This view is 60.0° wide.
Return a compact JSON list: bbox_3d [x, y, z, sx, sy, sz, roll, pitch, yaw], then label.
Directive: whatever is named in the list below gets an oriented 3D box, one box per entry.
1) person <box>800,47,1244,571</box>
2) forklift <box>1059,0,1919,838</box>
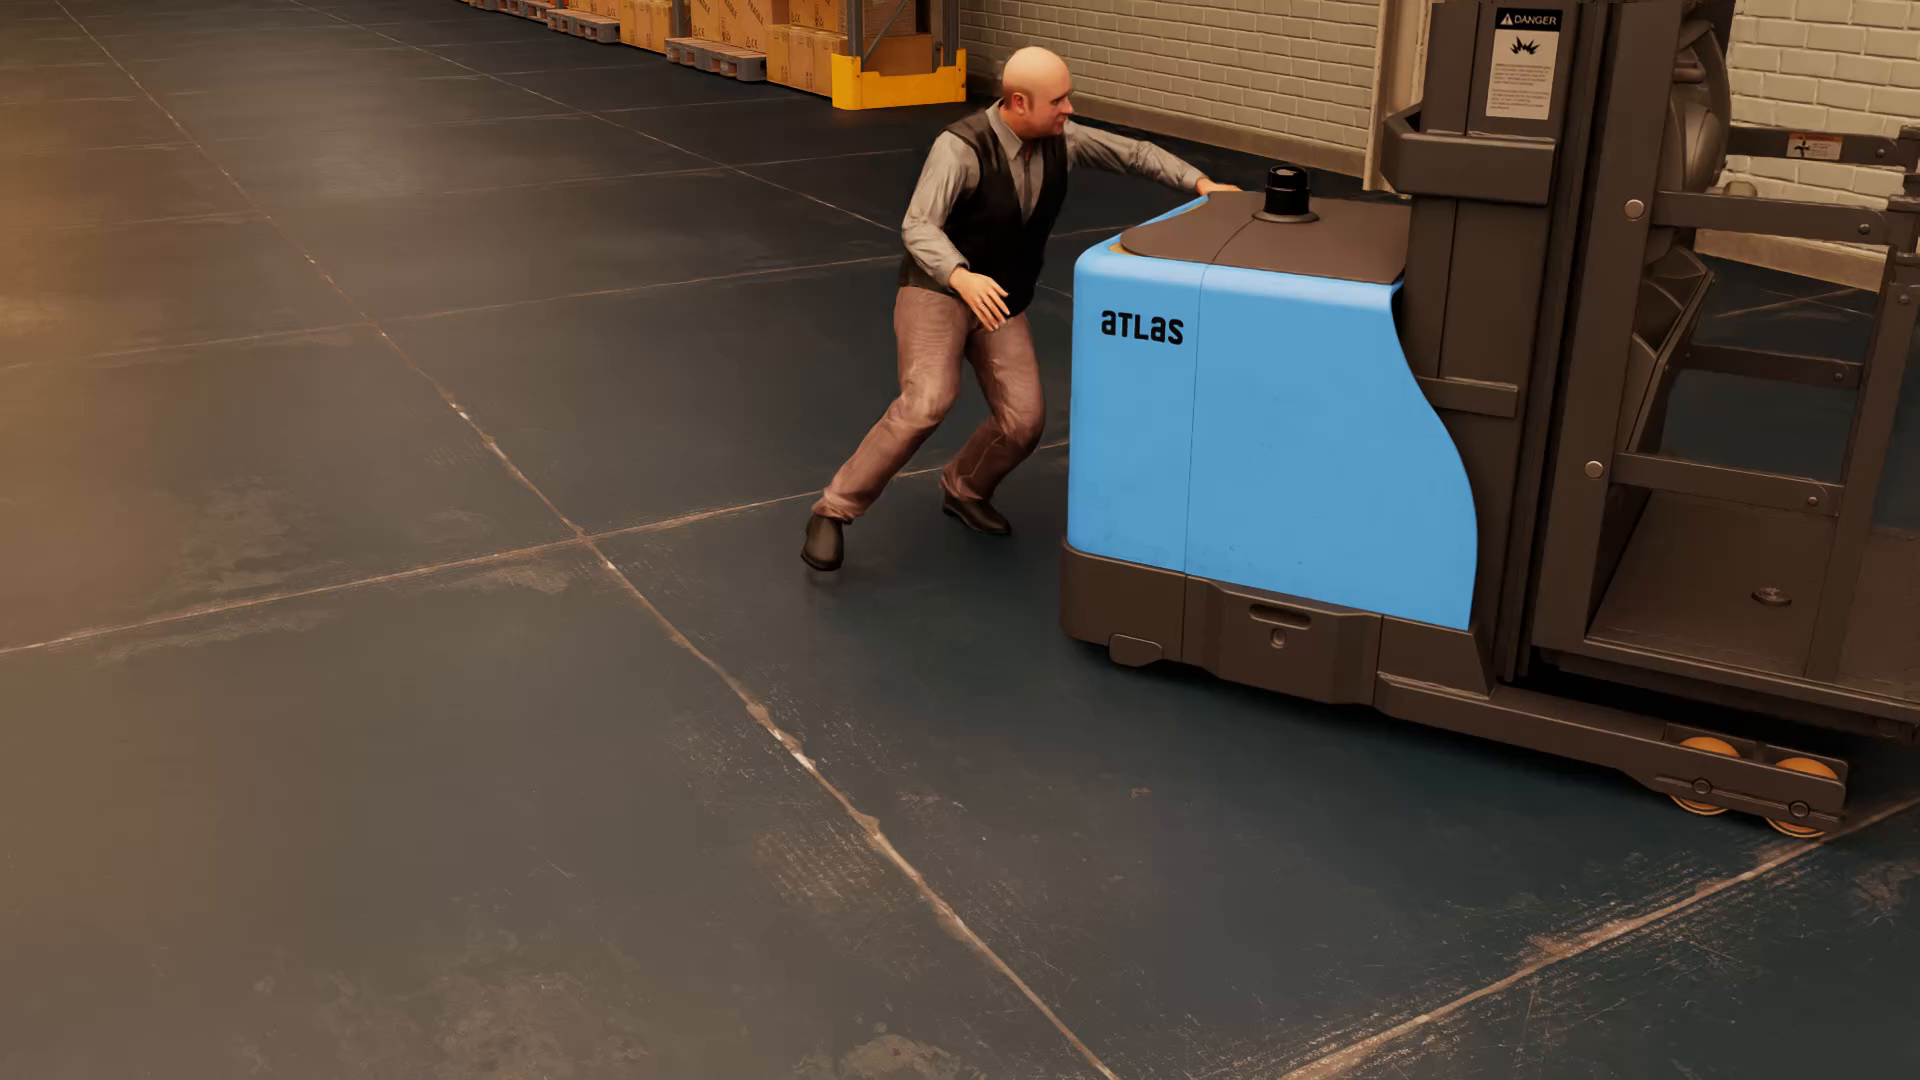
[{"bbox_3d":[0.103,-0.672,4.872,1.350,1.479,0.835,-16,27,-33],"label":"person"},{"bbox_3d":[1.804,-0.947,3.581,3.031,2.935,1.130,12,25,26],"label":"forklift"}]
